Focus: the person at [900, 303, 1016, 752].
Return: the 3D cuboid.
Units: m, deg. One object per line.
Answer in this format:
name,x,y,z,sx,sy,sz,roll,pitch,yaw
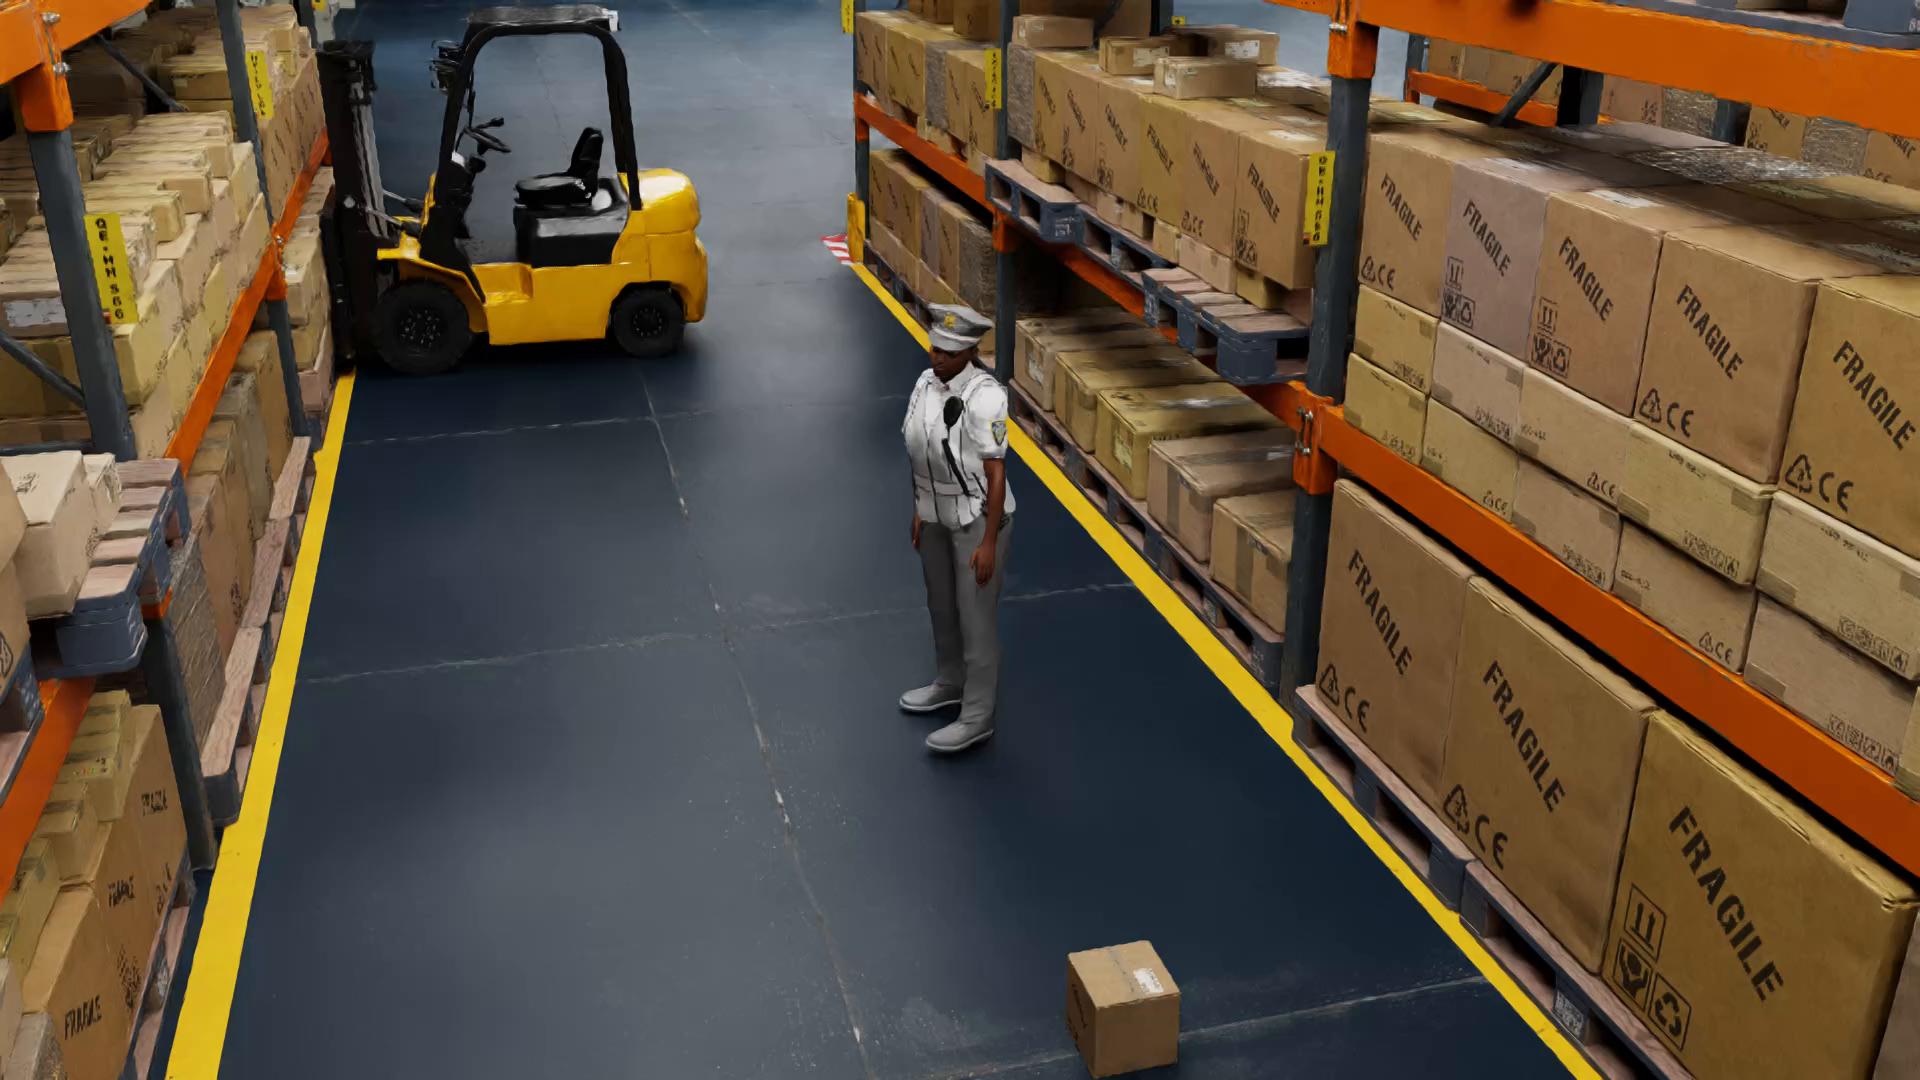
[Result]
person,-0.045,-0.049,6.128,0.438,1.686,0.538,-19,30,-38
